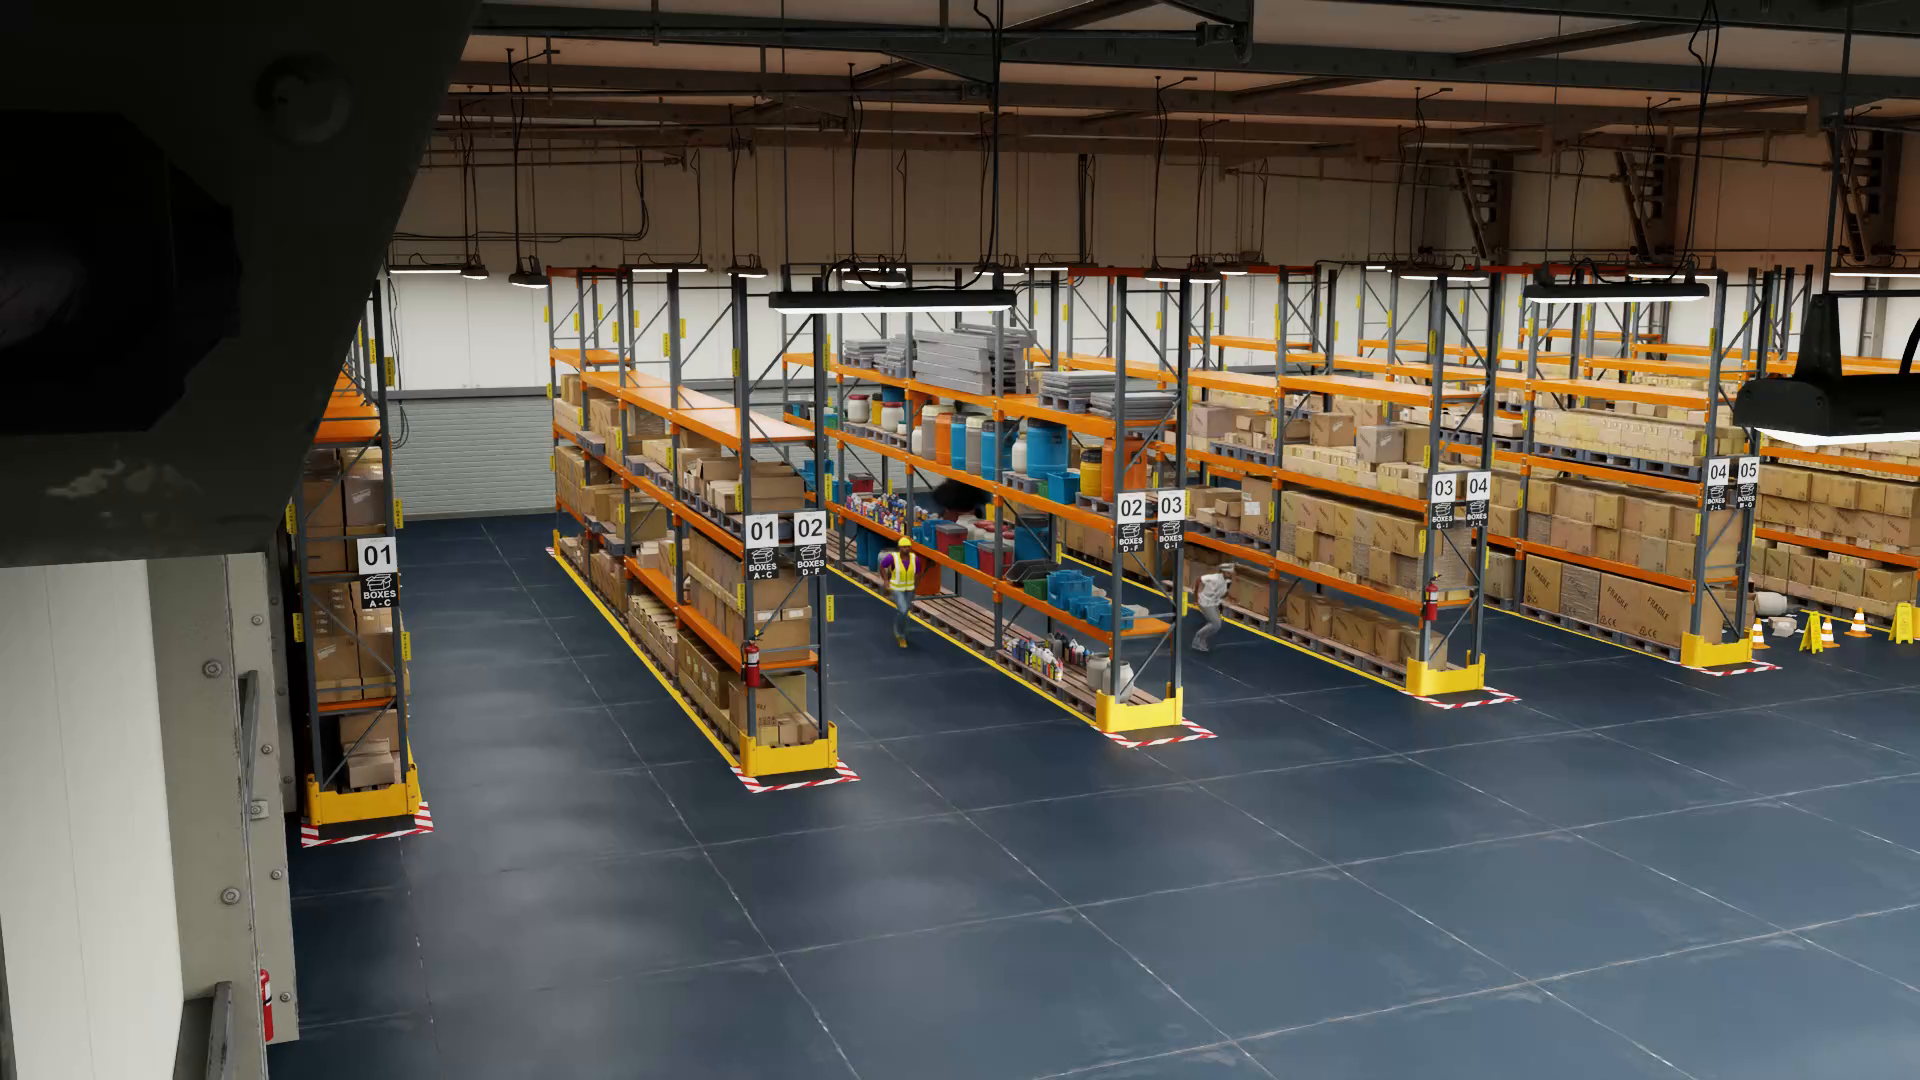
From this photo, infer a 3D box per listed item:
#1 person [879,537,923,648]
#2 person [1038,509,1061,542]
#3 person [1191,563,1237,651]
[{"bbox_3d":[-0.925,0.838,26.920,0.626,1.813,0.865,-5,11,-29],"label":"person"},{"bbox_3d":[1.536,0.167,30.616,0.662,1.777,0.931,-6,11,-29],"label":"person"},{"bbox_3d":[3.982,1.065,26.237,0.603,1.483,0.836,-9,14,-43],"label":"person"}]
